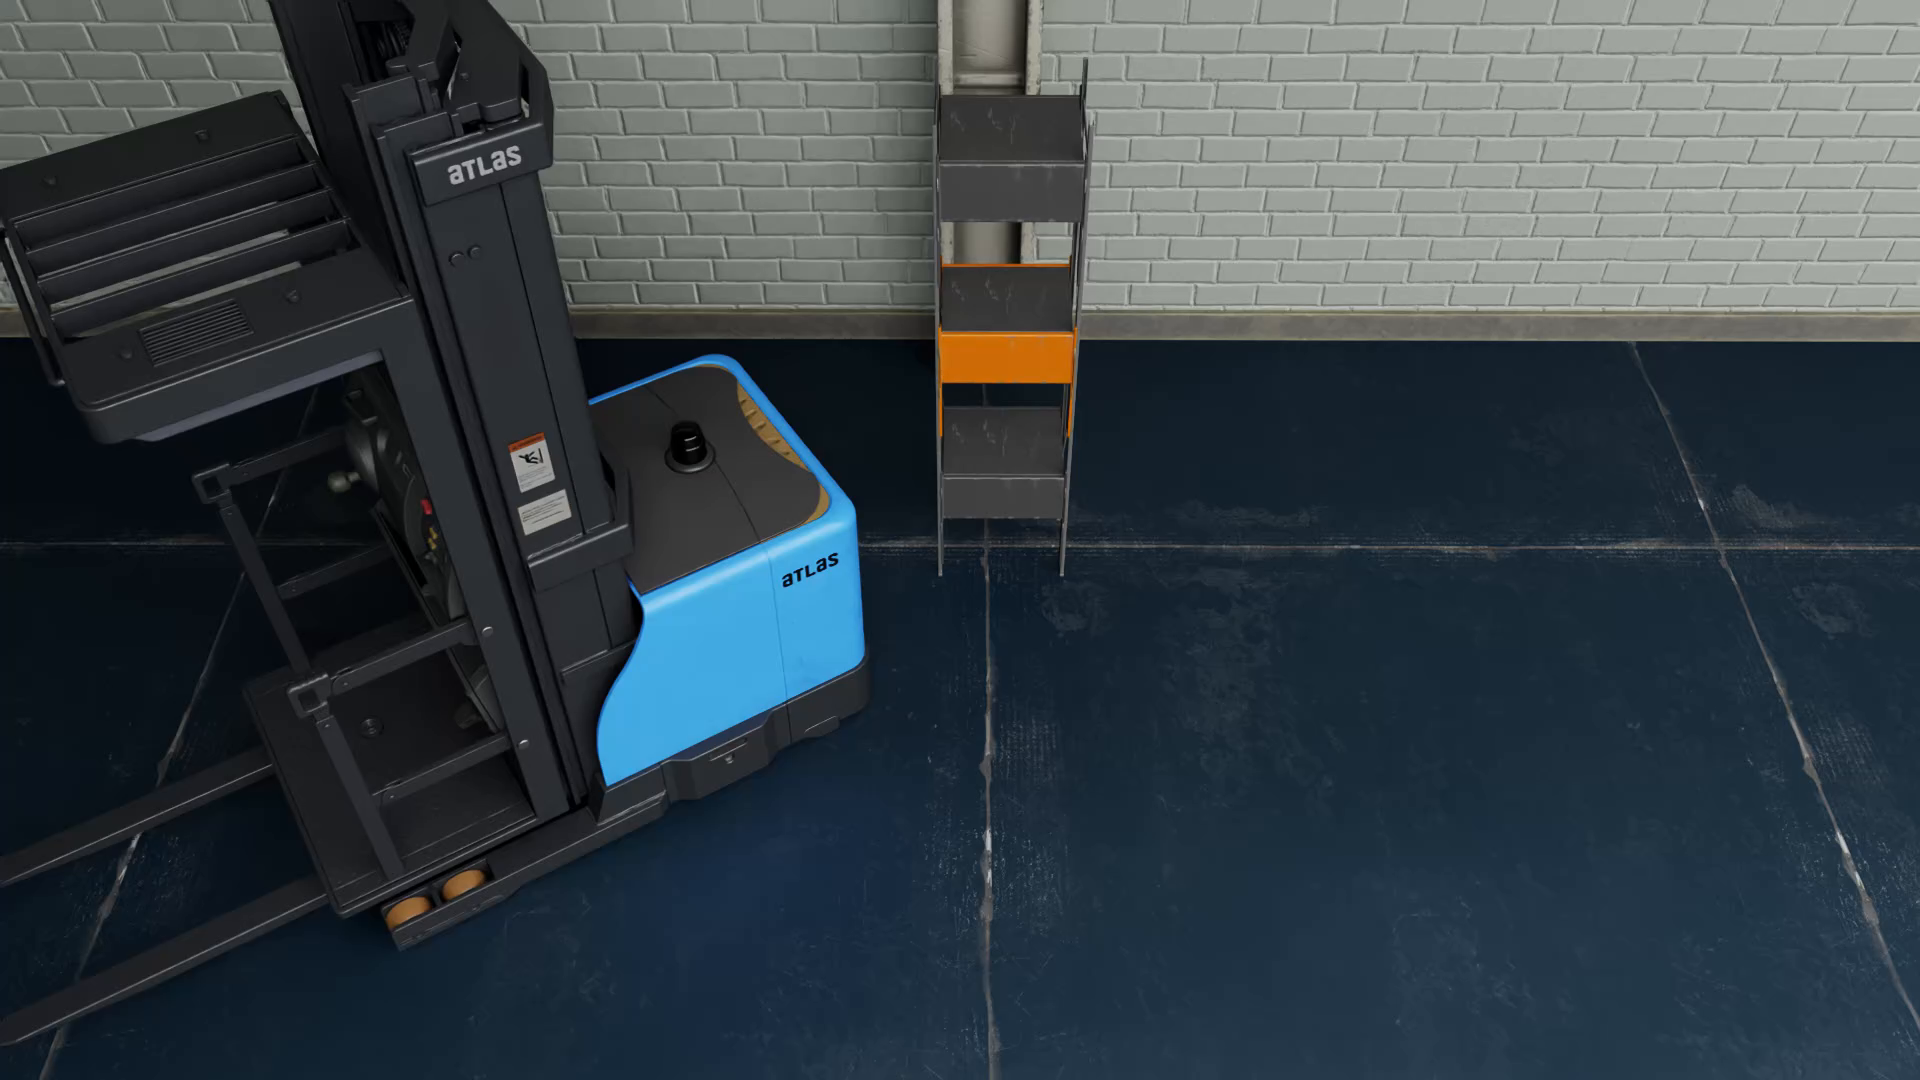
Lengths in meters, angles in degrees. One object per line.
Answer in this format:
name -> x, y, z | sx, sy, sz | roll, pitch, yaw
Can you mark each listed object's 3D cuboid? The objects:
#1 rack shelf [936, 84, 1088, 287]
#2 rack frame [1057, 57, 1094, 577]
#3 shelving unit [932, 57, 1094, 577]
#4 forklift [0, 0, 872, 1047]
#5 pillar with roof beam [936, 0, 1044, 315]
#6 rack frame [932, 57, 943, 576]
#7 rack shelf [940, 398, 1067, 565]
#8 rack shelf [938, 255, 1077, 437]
rack shelf -> 0.166, -1.183, 5.559 | 0.480, 0.518, 0.431 | 0, 47, 0
rack frame -> 0.410, -0.714, 6.061 | 0.015, 2.100, 0.400 | 0, 47, 0
shelving unit -> 0.166, -0.715, 6.062 | 0.503, 2.100, 0.431 | 0, 47, 0
forklift -> -1.851, -0.092, 4.914 | 3.031, 2.935, 1.130 | -25, 52, -21
pillar with roof beam -> 0.096, -0.757, 1.388 | 0.400, 9.000, 9.100 | 0, 47, 0
rack frame -> -0.078, -0.716, 6.062 | 0.015, 2.100, 0.400 | 0, 47, 0
rack shelf -> 0.166, -0.229, 6.584 | 0.480, 0.518, 0.431 | 0, 47, 0
rack shelf -> 0.166, -0.706, 6.072 | 0.480, 0.518, 0.431 | 0, 47, 0
